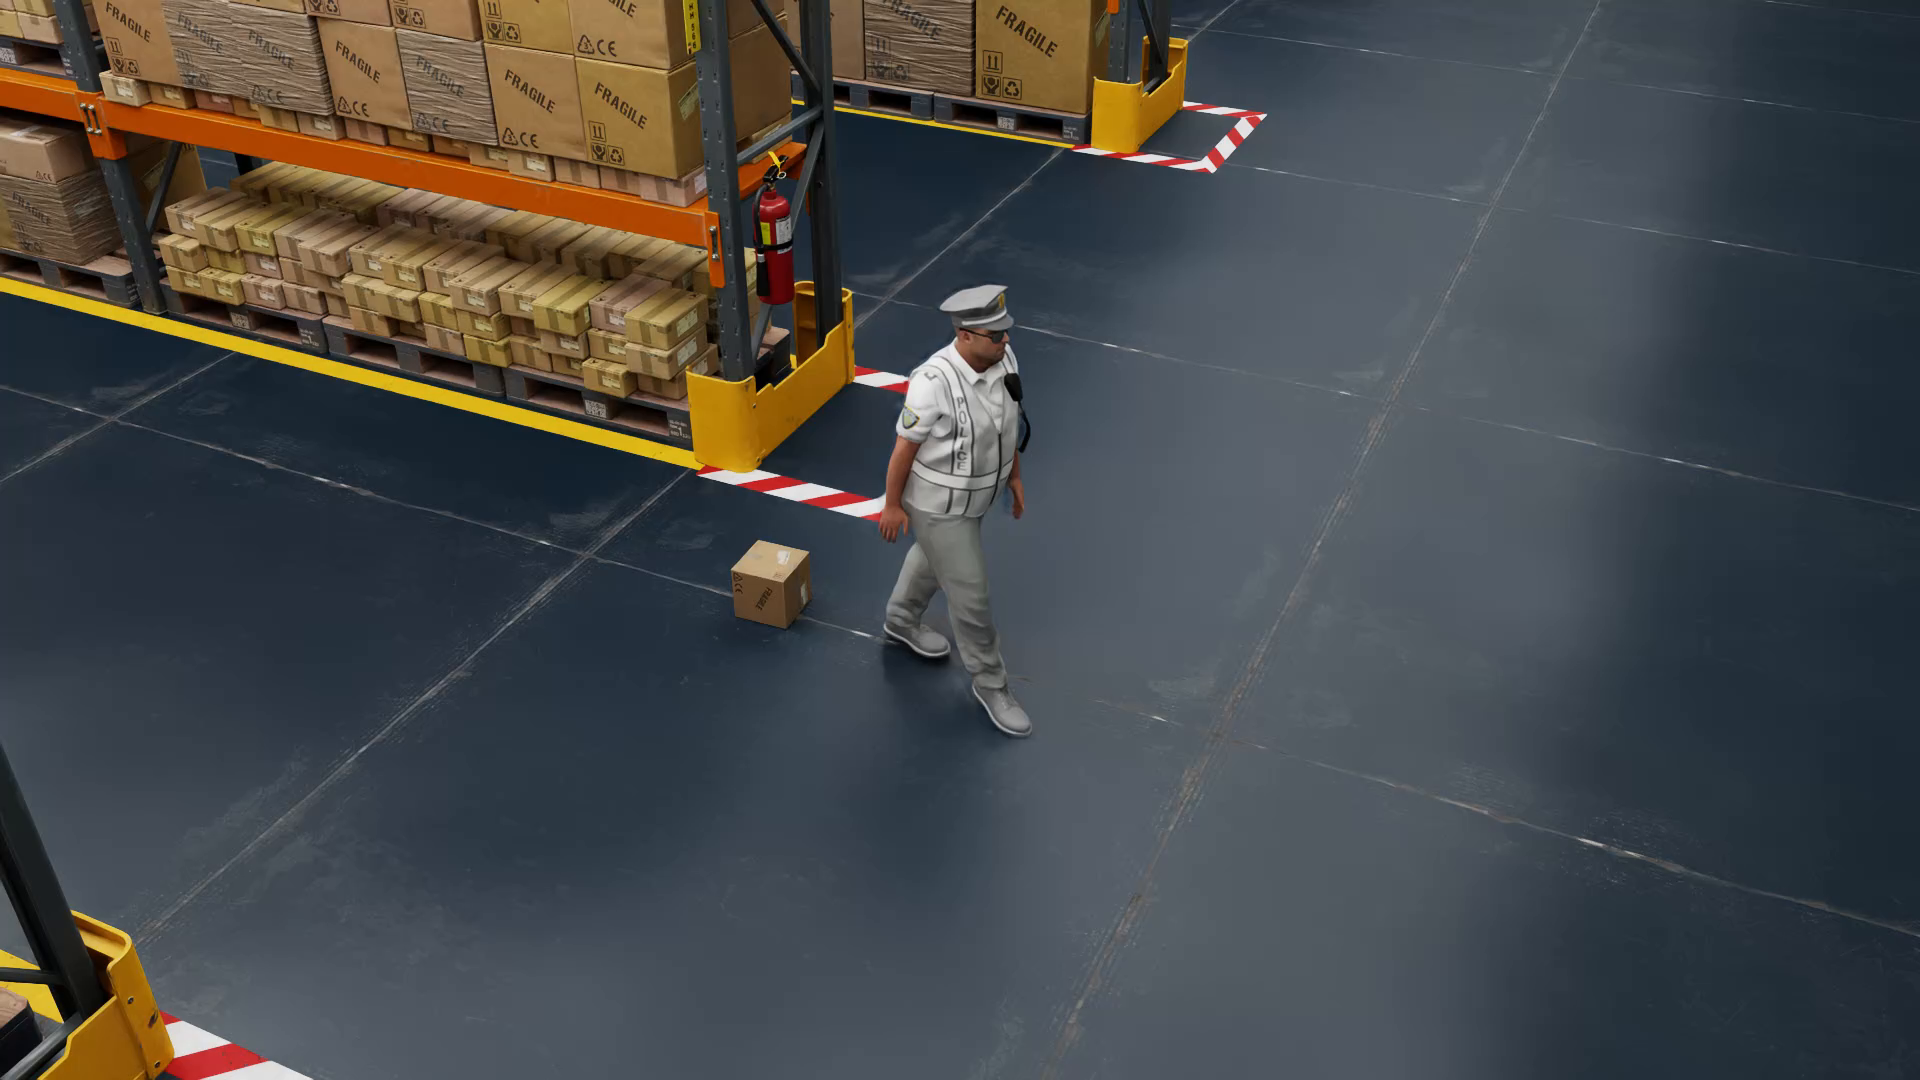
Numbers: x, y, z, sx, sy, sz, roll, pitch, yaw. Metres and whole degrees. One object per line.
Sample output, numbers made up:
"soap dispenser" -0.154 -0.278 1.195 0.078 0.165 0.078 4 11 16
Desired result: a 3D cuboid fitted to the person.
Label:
"person" 0.028 -0.180 6.402 0.853 1.752 0.569 20 38 27
